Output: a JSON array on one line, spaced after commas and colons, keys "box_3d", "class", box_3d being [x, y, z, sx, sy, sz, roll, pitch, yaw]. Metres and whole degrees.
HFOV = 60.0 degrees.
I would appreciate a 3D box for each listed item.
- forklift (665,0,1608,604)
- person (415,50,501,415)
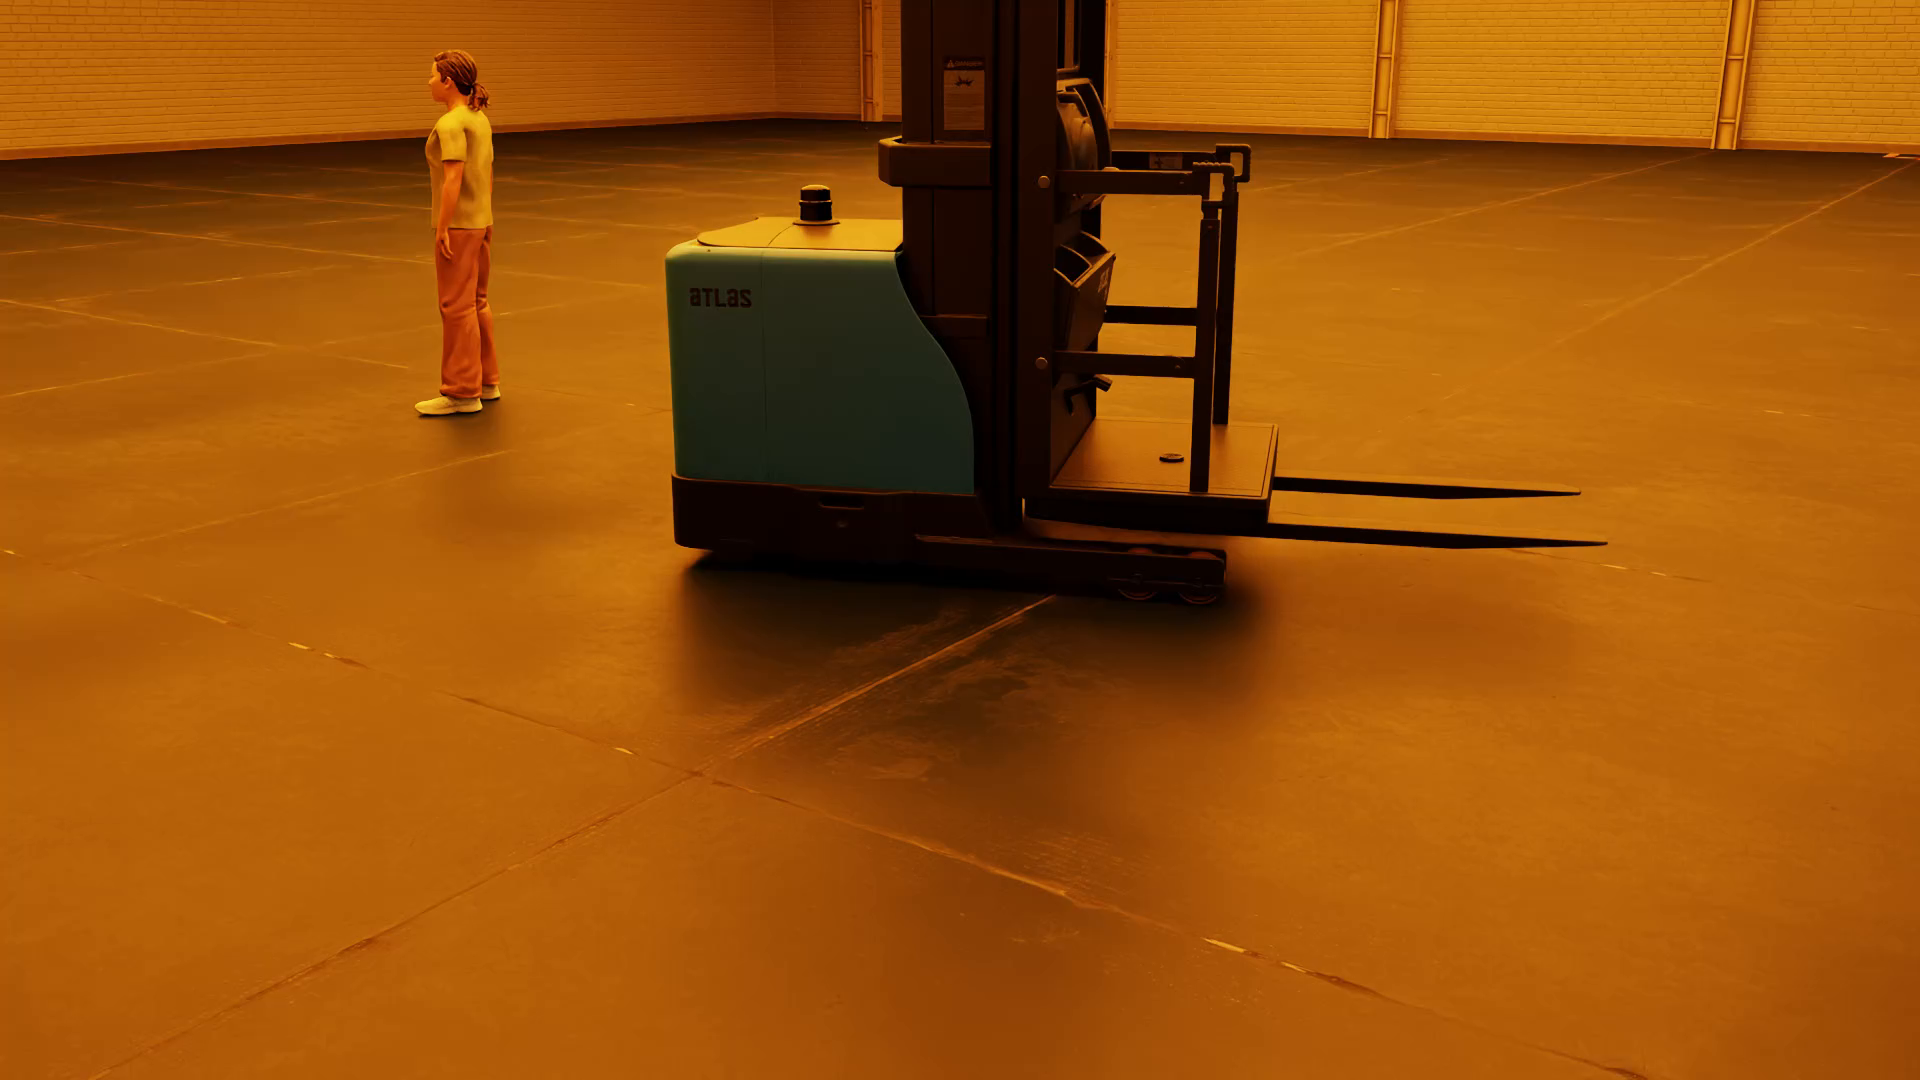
[{"box_3d": [0.595, -1.367, 5.404, 3.031, 2.935, 1.130, 4, 17, 12], "class": "forklift"}, {"box_3d": [-2.400, -1.472, 7.950, 0.400, 1.674, 0.593, 0, 17, 0], "class": "person"}]
